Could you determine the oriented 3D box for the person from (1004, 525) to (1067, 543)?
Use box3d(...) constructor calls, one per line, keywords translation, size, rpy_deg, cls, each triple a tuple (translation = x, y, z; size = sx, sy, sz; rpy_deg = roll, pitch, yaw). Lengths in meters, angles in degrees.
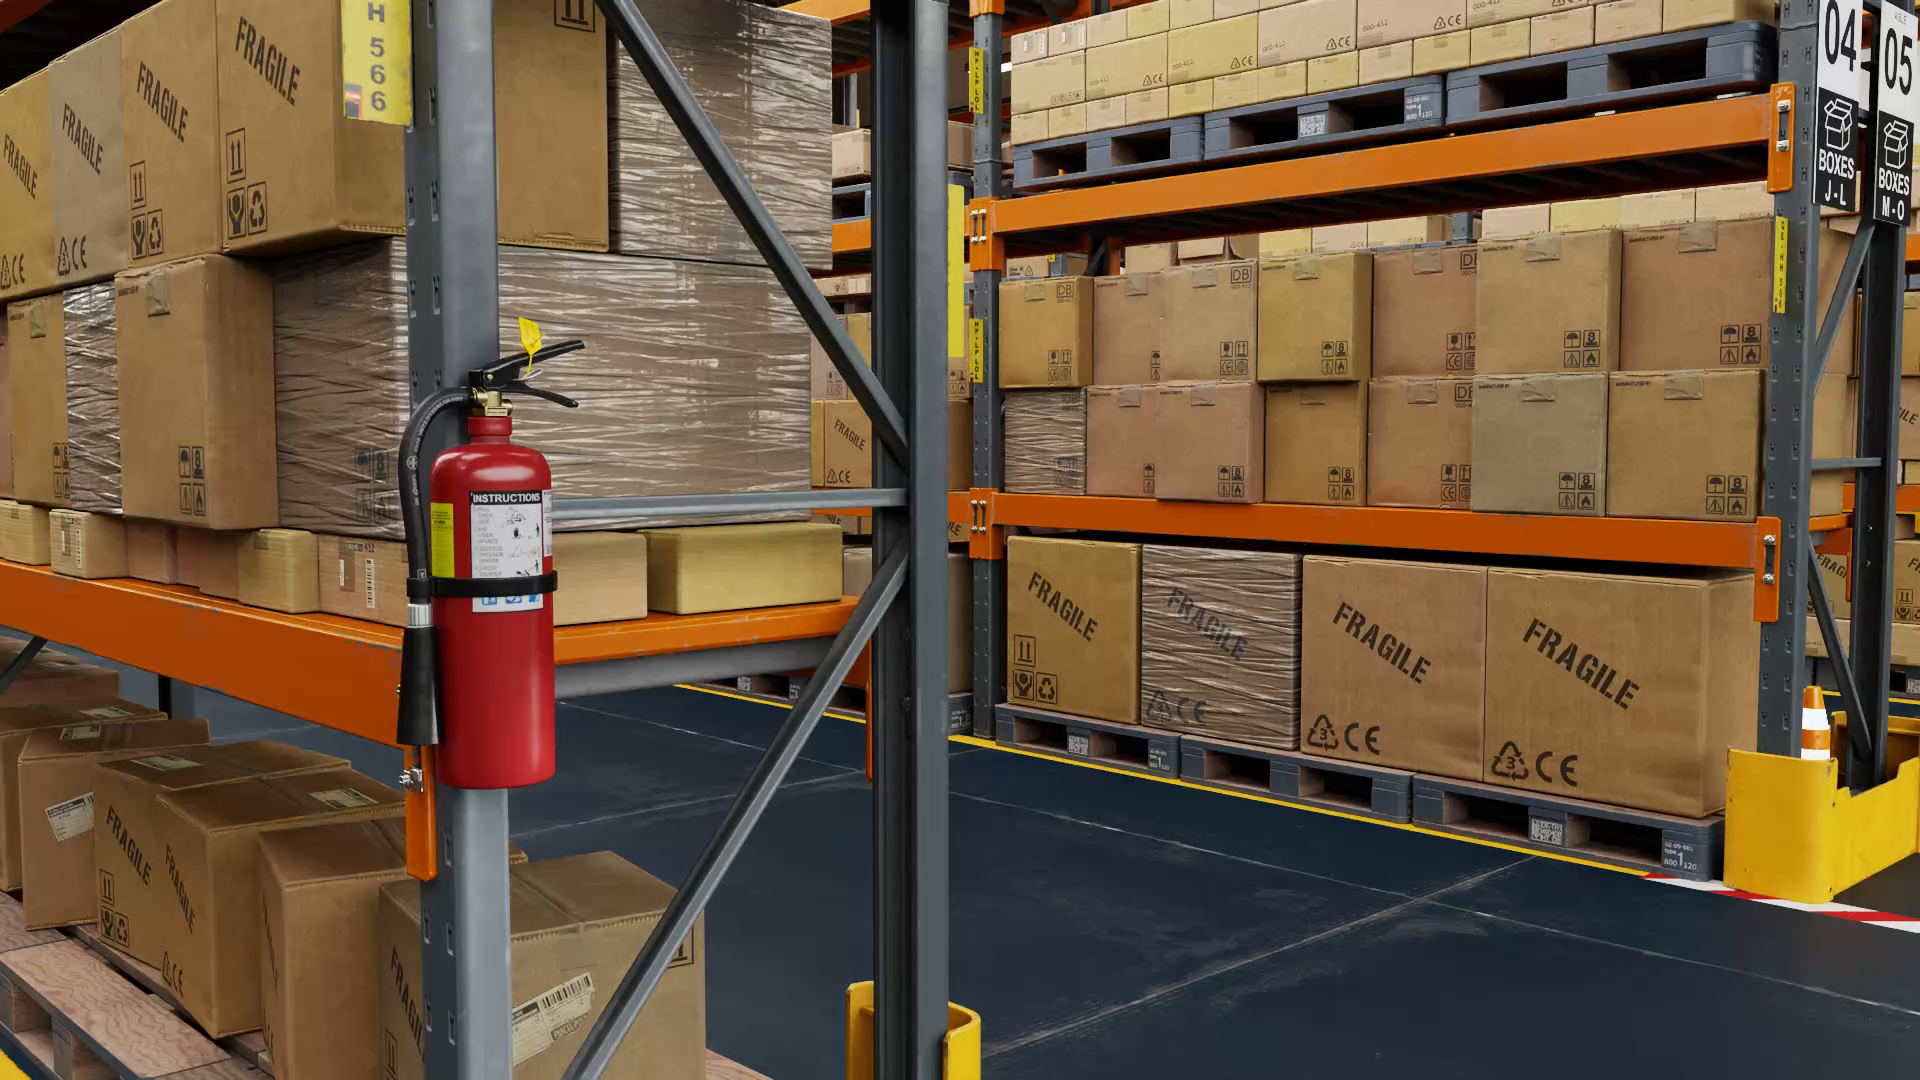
box3d(translation=(0.537, -0.090, 12.544), size=(0.587, 1.779, 0.424), rpy_deg=(4, 5, 45), cls="person")
